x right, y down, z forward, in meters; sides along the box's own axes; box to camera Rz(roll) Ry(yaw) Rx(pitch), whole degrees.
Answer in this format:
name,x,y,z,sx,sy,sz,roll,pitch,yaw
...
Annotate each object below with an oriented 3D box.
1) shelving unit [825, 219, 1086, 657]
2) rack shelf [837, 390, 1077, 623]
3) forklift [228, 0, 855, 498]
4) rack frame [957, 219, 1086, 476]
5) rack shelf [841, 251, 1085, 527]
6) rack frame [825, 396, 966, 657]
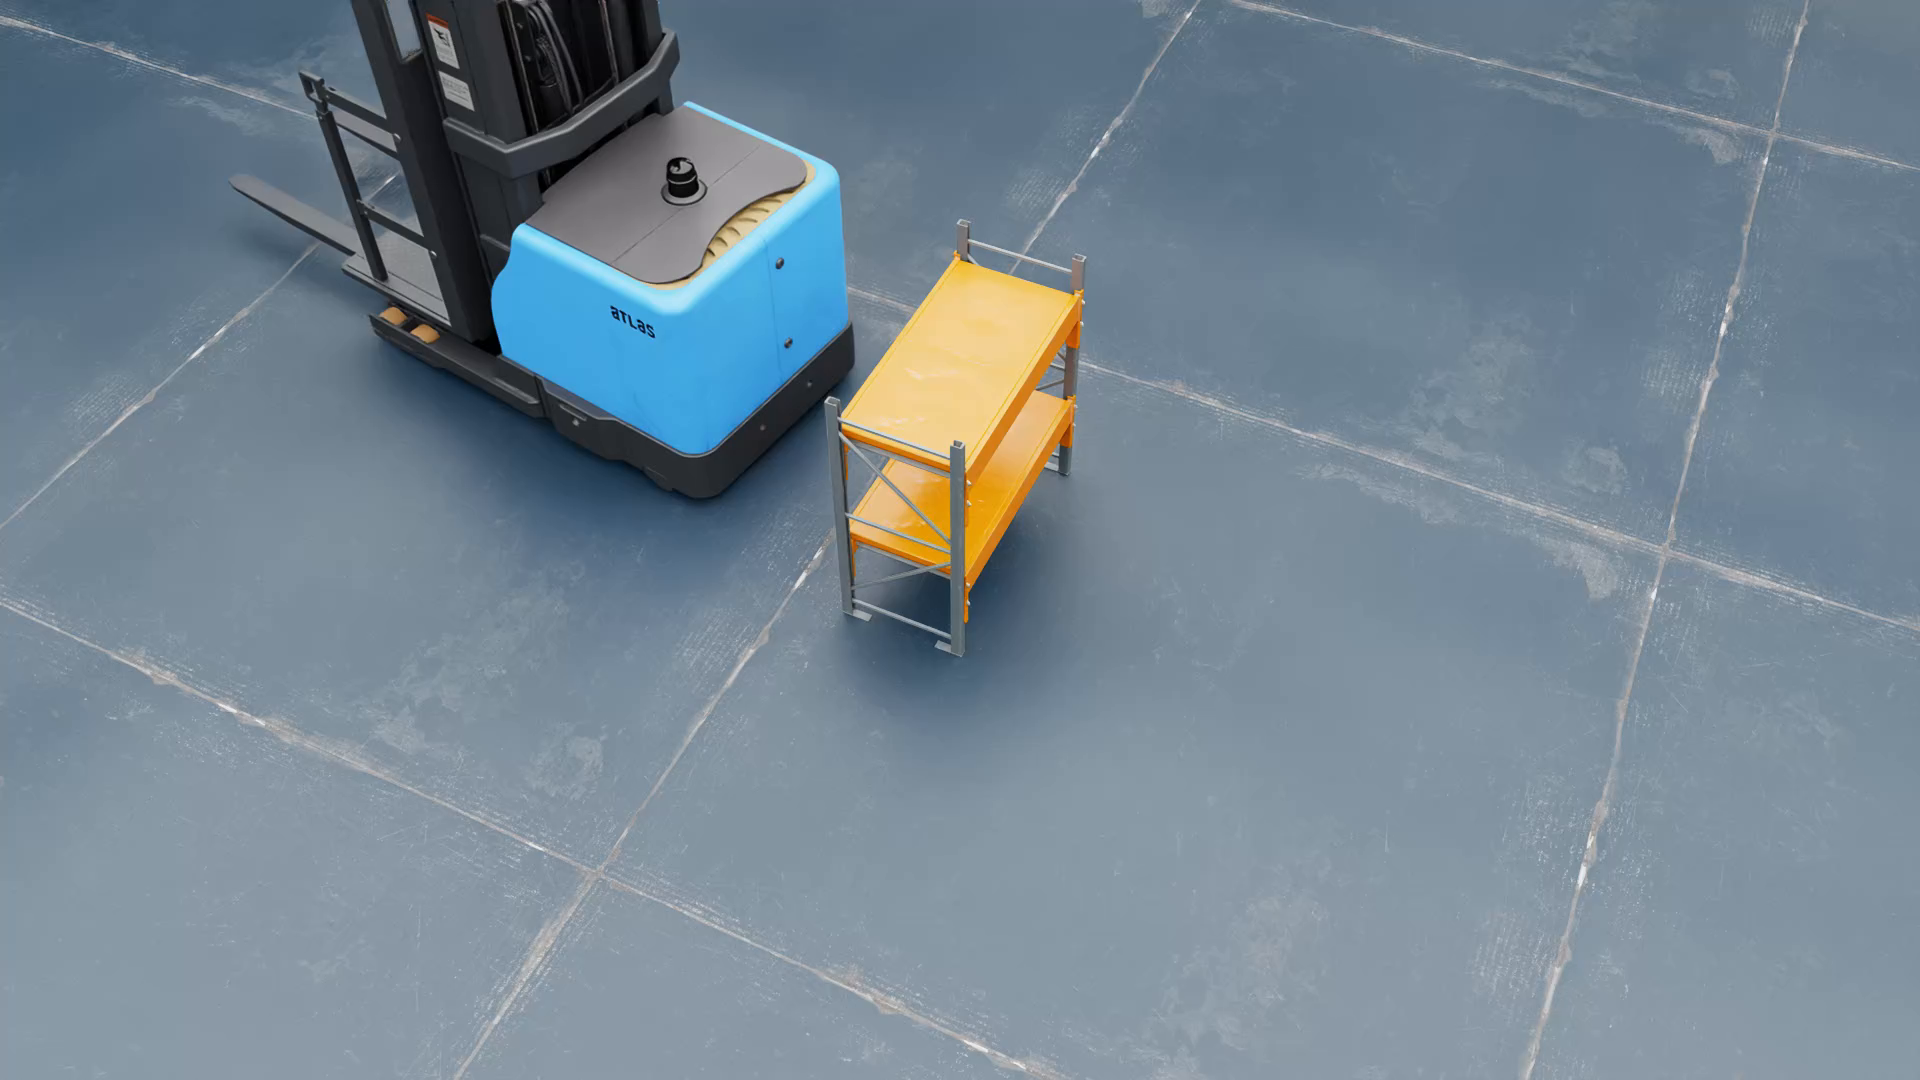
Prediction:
name,x,y,z,sx,sy,sz,roll,pitch,yaw
shelving unit,0.003,-0.369,6.141,0.538,1.125,1.048,20,52,16
rack shelf,0.003,-0.211,6.327,0.538,0.278,1.000,20,52,16
forklift,-1.951,-2.022,6.361,3.031,2.935,1.130,28,55,22
rack frame,0.220,-0.719,6.439,0.500,1.125,0.032,20,52,16
rack shelf,0.003,-0.559,5.918,0.538,0.278,1.000,20,52,16
rack frame,-0.214,-0.019,5.843,0.500,1.125,0.032,20,52,16
